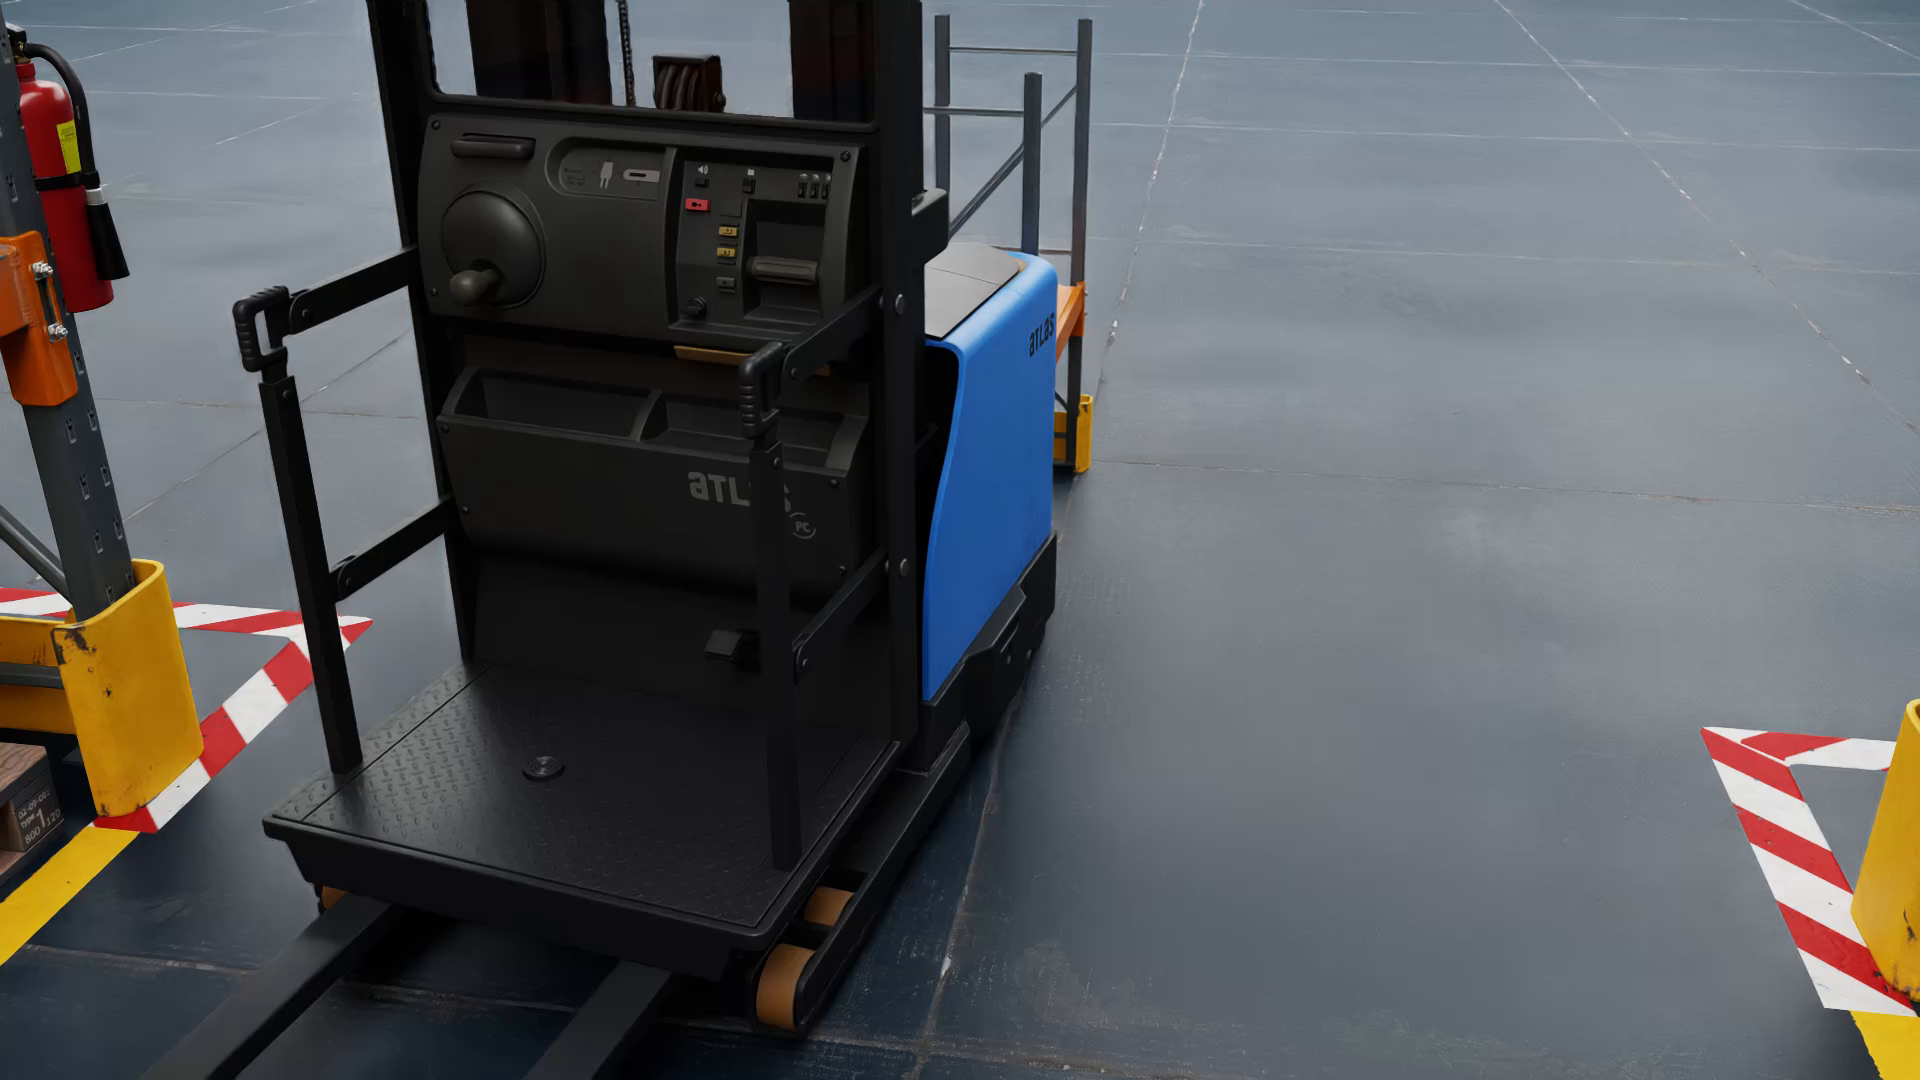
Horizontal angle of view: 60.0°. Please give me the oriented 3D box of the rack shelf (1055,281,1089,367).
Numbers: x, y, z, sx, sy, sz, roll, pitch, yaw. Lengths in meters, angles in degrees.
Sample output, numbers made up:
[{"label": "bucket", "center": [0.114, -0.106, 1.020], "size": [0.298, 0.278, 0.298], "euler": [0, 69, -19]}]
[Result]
[{"label": "rack shelf", "center": [0.066, -0.591, 5.167], "size": [0.538, 0.185, 1.000], "euler": [5, 26, 10]}]

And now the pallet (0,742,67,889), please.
[{"label": "pallet", "center": [-2.641, 0.779, 3.338], "size": [1.003, 0.211, 1.213], "euler": [4, 25, 9]}]

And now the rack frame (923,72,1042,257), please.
[{"label": "rack frame", "center": [-0.035, -0.542, 4.639], "size": [0.500, 1.500, 0.032], "euler": [5, 26, 10]}]

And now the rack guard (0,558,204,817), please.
[{"label": "rack guard", "center": [-2.473, 0.310, 3.997], "size": [1.175, 0.500, 0.348], "euler": [4, 25, 9]}]

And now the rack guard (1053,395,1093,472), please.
[{"label": "rack guard", "center": [0.163, -0.391, 5.789], "size": [0.587, 0.250, 0.087], "euler": [5, 26, 10]}]

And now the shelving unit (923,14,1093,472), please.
[{"label": "shelving unit", "center": [0.064, -0.750, 5.083], "size": [0.587, 1.500, 1.083], "euler": [5, 26, 10]}]

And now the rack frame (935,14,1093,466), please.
[{"label": "rack frame", "center": [0.167, -0.965, 5.542], "size": [0.500, 1.500, 0.032], "euler": [5, 26, 10]}]

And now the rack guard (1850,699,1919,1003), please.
[{"label": "rack guard", "center": [2.460, 0.657, 3.257], "size": [1.175, 0.500, 0.348], "euler": [4, 25, 9]}]

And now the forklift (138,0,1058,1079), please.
[{"label": "forklift", "center": [-0.702, -0.572, 3.016], "size": [1.130, 2.935, 3.031], "euler": [8, 26, 17]}]

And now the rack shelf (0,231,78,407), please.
[{"label": "rack shelf", "center": [-2.787, 0.309, 1.900], "size": [1.077, 0.370, 4.000], "euler": [4, 25, 9]}]

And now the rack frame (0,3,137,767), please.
[{"label": "rack frame", "center": [-2.460, -0.853, 3.535], "size": [1.000, 3.000, 0.127], "euler": [4, 25, 9]}]

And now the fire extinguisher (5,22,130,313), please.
[{"label": "fire extinguisher", "center": [-1.987, -0.834, 3.585], "size": [0.296, 0.674, 0.183], "euler": [4, 25, 9]}]
